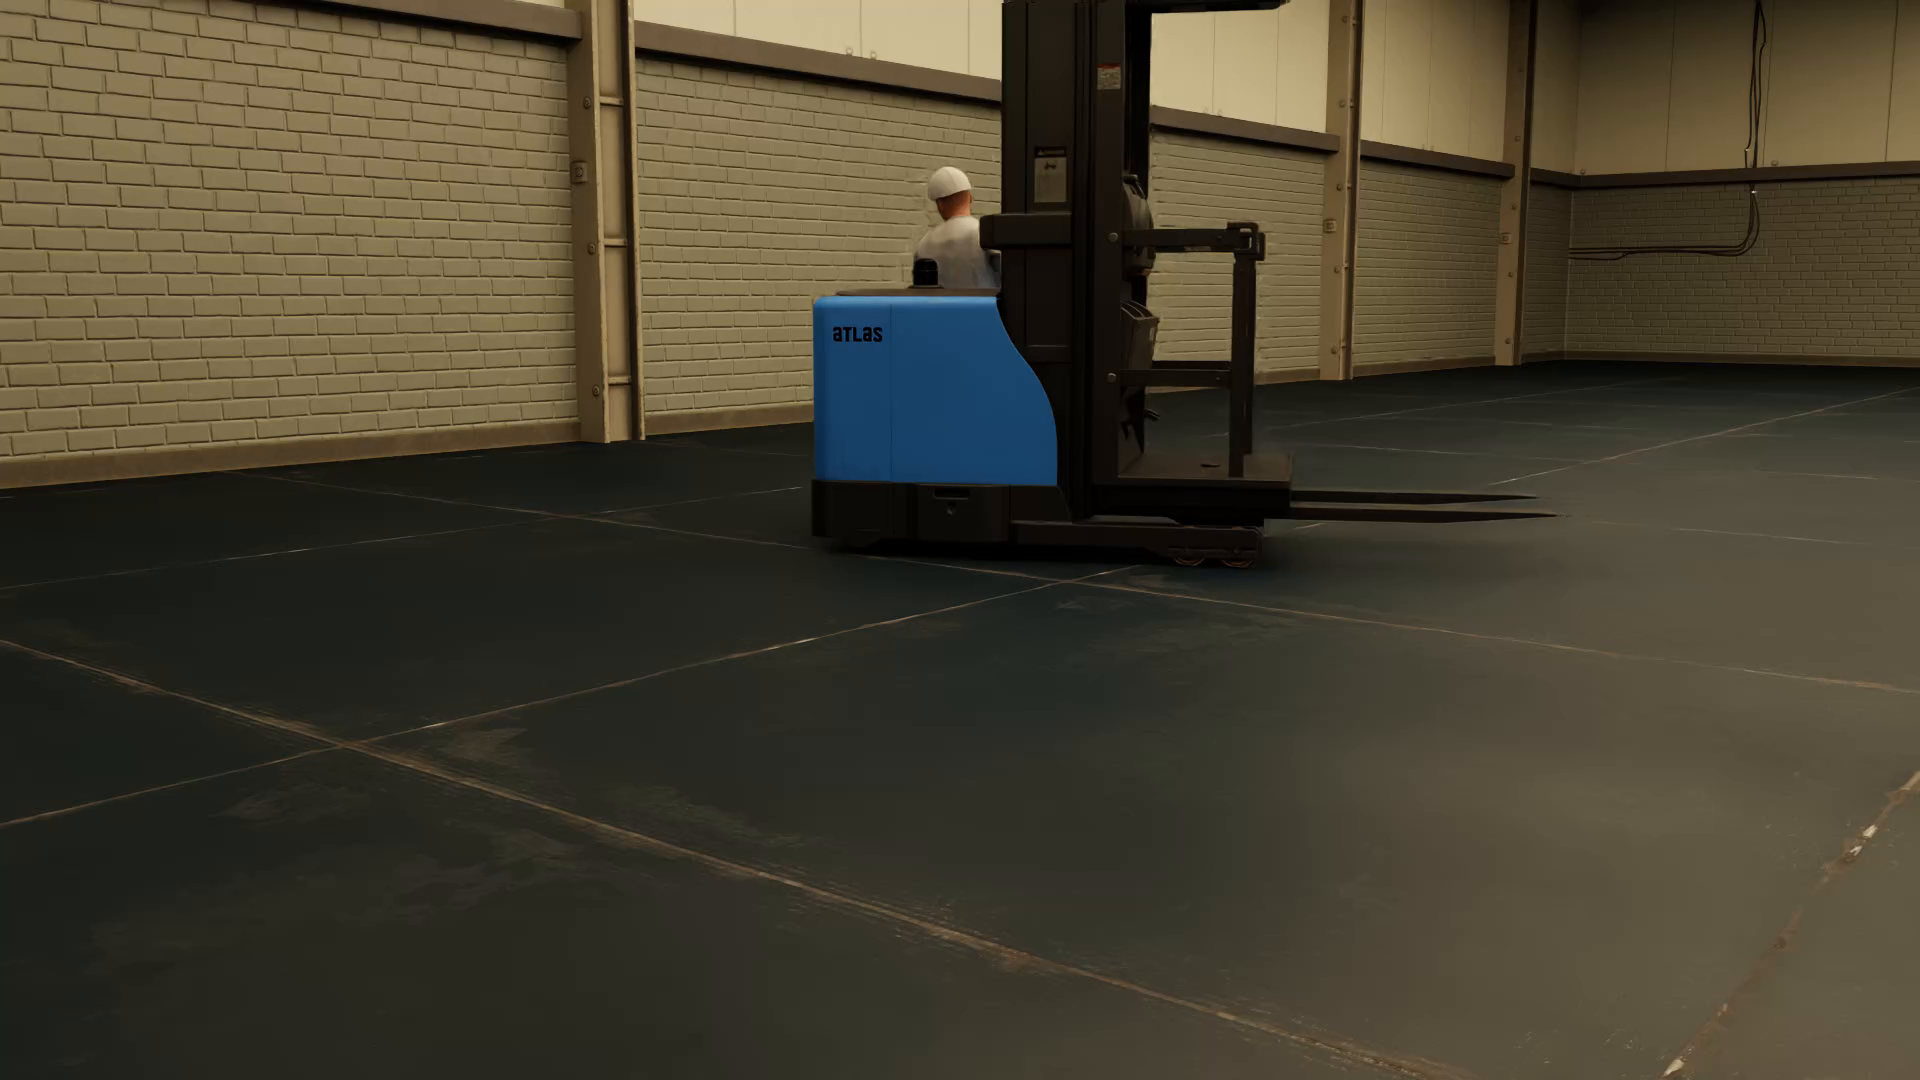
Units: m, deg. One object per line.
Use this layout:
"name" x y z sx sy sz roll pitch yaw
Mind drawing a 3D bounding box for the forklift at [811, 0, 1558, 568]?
"forklift" 0.941 -1.422 6.998 3.031 2.935 1.130 2 9 12

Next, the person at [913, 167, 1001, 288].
"person" 0.209 -0.956 8.229 0.848 1.729 0.894 4 9 23
